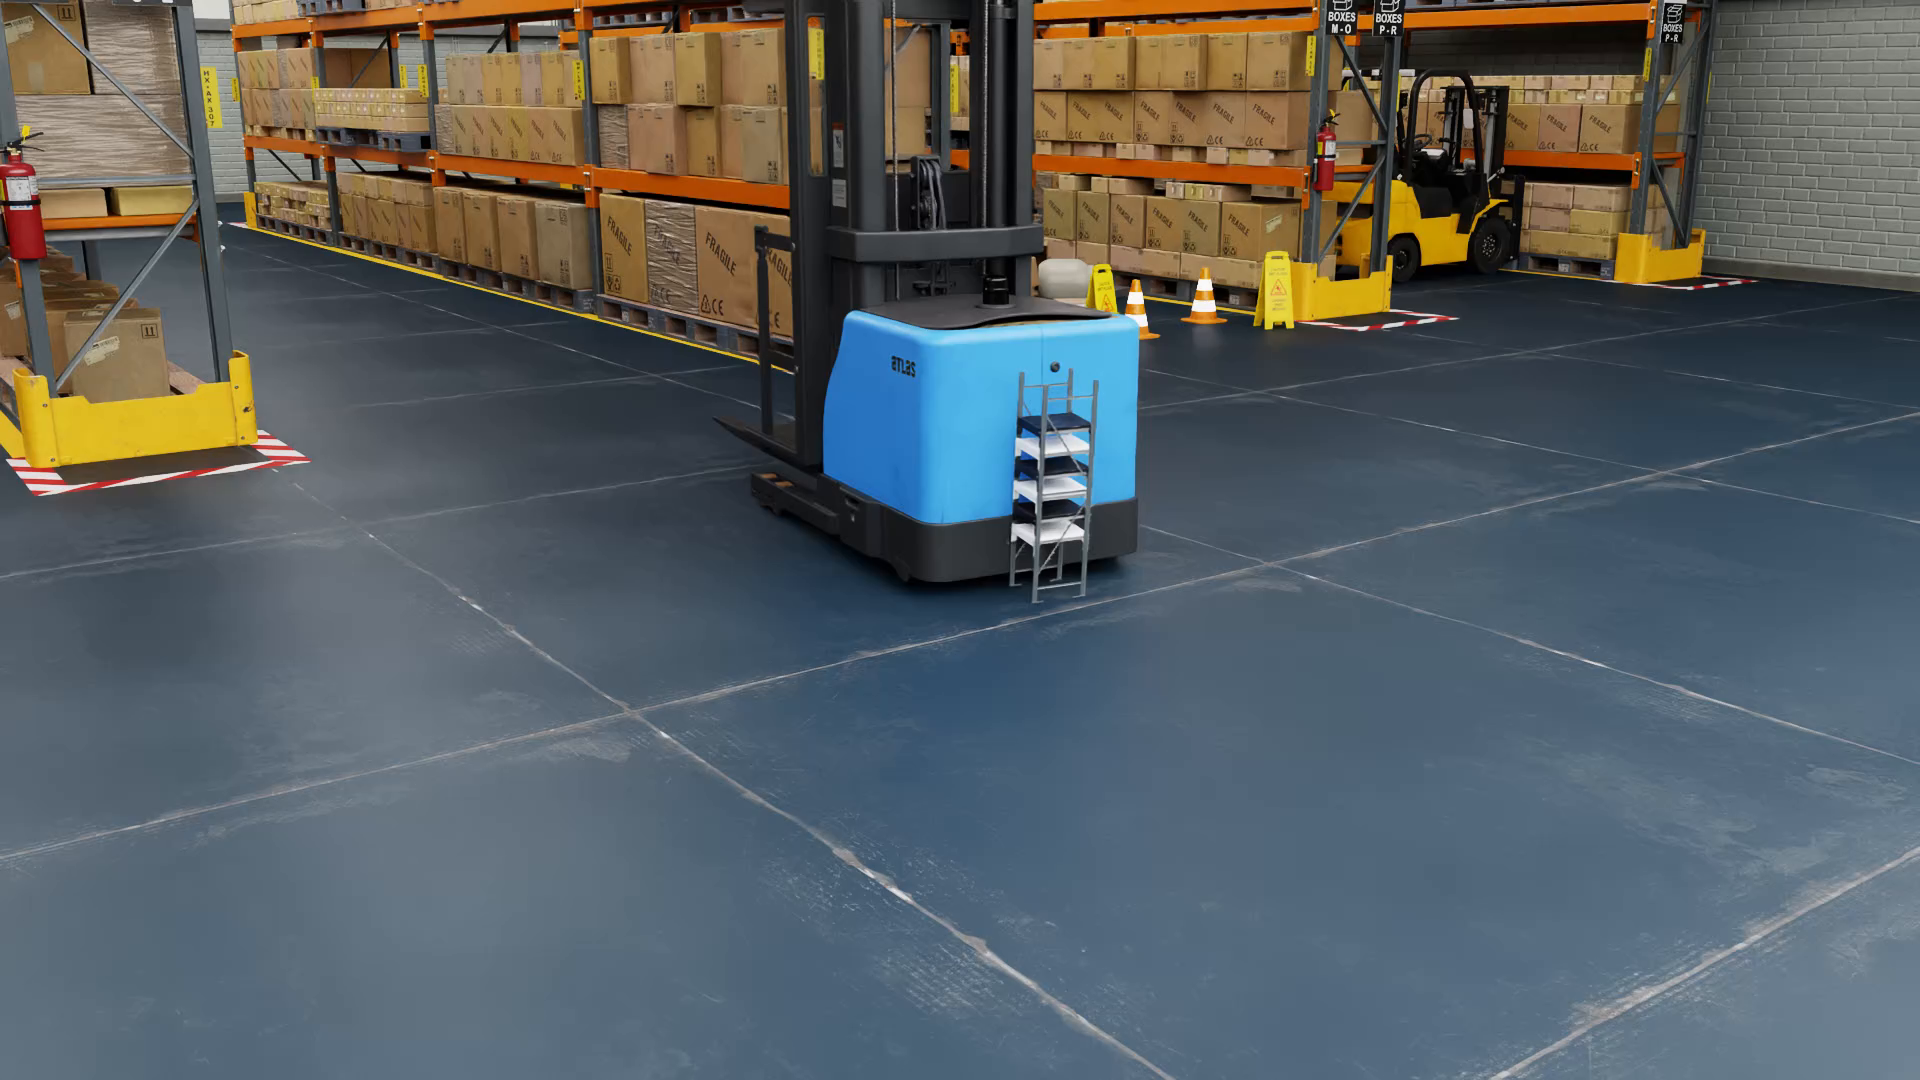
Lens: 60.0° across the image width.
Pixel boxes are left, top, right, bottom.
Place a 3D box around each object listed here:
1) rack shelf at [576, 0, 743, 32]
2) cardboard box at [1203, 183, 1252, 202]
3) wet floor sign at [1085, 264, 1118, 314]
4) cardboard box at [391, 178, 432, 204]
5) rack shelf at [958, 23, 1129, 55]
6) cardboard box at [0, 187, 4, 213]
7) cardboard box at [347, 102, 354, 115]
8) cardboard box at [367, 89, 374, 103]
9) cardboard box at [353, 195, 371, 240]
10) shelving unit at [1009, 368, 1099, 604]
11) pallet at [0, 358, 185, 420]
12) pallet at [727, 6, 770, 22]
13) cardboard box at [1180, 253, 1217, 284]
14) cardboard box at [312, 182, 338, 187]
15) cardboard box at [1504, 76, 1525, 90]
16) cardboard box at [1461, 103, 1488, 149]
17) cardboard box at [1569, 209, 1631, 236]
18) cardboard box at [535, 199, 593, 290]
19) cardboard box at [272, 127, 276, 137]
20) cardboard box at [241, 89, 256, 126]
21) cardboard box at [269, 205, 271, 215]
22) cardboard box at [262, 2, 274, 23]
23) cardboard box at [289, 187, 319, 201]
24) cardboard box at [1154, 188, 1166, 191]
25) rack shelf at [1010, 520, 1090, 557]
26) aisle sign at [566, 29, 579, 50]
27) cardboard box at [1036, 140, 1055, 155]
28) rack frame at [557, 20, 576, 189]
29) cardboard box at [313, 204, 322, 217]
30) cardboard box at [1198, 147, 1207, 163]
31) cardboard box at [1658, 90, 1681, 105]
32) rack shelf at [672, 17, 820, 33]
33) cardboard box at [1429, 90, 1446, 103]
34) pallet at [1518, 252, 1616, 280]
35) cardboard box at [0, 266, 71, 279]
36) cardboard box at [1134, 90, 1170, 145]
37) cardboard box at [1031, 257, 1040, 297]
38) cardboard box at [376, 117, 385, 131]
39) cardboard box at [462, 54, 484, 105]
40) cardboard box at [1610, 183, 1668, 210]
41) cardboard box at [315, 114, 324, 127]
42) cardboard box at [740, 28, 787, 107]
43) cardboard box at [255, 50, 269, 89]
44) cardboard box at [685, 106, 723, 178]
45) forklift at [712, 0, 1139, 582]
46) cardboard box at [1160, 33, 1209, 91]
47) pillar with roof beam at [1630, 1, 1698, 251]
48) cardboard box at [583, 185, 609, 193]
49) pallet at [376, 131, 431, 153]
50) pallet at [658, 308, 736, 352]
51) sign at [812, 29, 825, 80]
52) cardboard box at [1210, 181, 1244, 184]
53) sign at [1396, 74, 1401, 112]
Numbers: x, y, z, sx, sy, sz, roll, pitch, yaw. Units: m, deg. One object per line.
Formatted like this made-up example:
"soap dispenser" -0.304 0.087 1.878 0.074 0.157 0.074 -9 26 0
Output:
"rack shelf" -1.683 -4.214 12.971 1.077 0.370 4.000 -11 19 -35
"cardboard box" 2.485 -3.226 15.446 0.380 0.149 0.250 -10 18 -33
"wet floor sign" 1.112 -1.853 13.123 0.232 0.644 0.267 14 21 42
"cardboard box" -6.131 -3.965 18.901 0.500 0.250 0.500 -11 19 -34
"rack shelf" 1.571 -7.483 24.916 1.077 0.370 4.000 -11 19 -35
"cardboard box" -5.248 -1.945 9.477 0.380 0.149 0.250 -11 19 -35
"cardboard box" -6.928 -5.039 19.423 0.380 0.149 0.250 -11 19 -35
"cardboard box" -6.467 -5.016 18.774 0.380 0.149 0.250 -11 19 -35
"cardboard box" -7.030 -3.935 20.210 0.500 0.500 0.500 -10 18 -32
"shelving unit" 0.370 -0.215 6.629 0.258 0.900 0.210 -7 21 -24
"pallet" -5.785 -1.049 11.010 1.003 0.211 1.213 -11 19 -35
"pallet" -2.348 -6.909 21.811 1.003 0.211 1.213 -10 18 -32
"cardboard box" 2.446 -2.596 15.792 0.500 0.250 0.500 -11 19 -34
"cardboard box" -8.941 -4.981 23.571 0.380 0.149 0.250 -12 19 -37
"cardboard box" 6.238 -5.054 18.376 0.380 0.149 0.250 -10 18 -33
"cardboard box" 6.045 -4.688 18.833 0.500 0.500 0.500 -11 19 -34
"cardboard box" 6.911 -3.421 17.860 0.500 0.250 0.500 -11 19 -35
"cardboard box" -3.297 -2.777 15.507 1.050 0.750 0.750 -11 19 -35
"cardboard box" -9.288 -5.653 23.024 0.380 0.149 0.250 -11 19 -35
"cardboard box" -9.874 -6.157 23.635 0.500 0.500 0.500 -10 18 -32
"cardboard box" -9.645 -4.726 23.767 0.380 0.149 0.250 -11 19 -35
"cardboard box" -8.943 -7.010 22.106 0.500 0.250 0.500 -11 19 -35
"cardboard box" -8.809 -4.667 22.422 0.380 0.149 0.250 -12 19 -36
"cardboard box" 1.951 -3.376 17.222 0.500 0.500 0.500 -10 18 -34
"rack shelf" 0.362 -0.014 6.700 0.258 0.077 0.200 -7 21 -24
"aisle sign" -6.247 -8.118 26.629 0.394 0.787 0.004 -11 19 -35
"cardboard box" 1.011 -4.093 17.324 0.380 0.149 0.250 -11 19 -35
"rack frame" -5.970 -6.894 27.081 1.000 3.000 0.127 -11 19 -35
"cardboard box" -8.174 -4.294 21.625 0.380 0.149 0.250 -12 19 -37
"cardboard box" 2.460 -3.624 15.611 0.380 0.149 0.250 -11 19 -34
"cardboard box" 7.461 -4.722 17.728 0.380 0.149 0.250 -11 19 -36
"rack shelf" -2.442 -6.712 22.098 1.077 0.370 4.000 -11 19 -35
"cardboard box" 5.640 -5.128 19.211 0.380 0.149 0.250 -11 19 -35
"pallet" 6.967 -3.060 18.356 1.003 0.211 1.213 -11 19 -35
"cardboard box" -6.728 -1.698 12.038 0.500 0.500 0.500 -12 19 -36
"cardboard box" 2.031 -4.068 16.004 0.500 0.500 0.500 -11 19 -34
"cardboard box" 0.357 -2.255 14.862 0.637 0.503 0.797 4 16 13
"cardboard box" -6.312 -4.673 18.647 0.380 0.149 0.250 -11 19 -35
"cardboard box" -4.656 -4.721 17.058 0.700 0.500 0.500 -11 19 -35
"cardboard box" 7.321 -3.739 18.073 0.500 0.250 0.500 -11 19 -35
"cardboard box" -7.703 -5.175 20.483 0.380 0.149 0.250 -12 19 -37
"cardboard box" -1.092 -3.469 12.237 0.875 0.550 0.550 -11 19 -35
"cardboard box" -9.276 -6.419 22.701 0.500 0.500 0.500 -11 19 -36
"cardboard box" -1.676 -3.191 13.270 0.875 0.550 0.500 -11 19 -35
"forklift" -0.375 -1.581 7.802 1.130 2.935 3.031 -8 17 -27
"cardboard box" 2.286 -4.428 15.427 0.700 0.500 0.500 -11 19 -35
"pillar with roof beam" 4.288 -6.762 15.236 9.100 9.000 0.400 -11 19 -35
"cardboard box" -5.501 -5.735 26.905 0.875 0.438 0.875 -12 19 -36
"pallet" -5.716 -4.438 18.474 1.213 0.211 1.003 -11 19 -35
"pallet" -1.754 -1.761 13.610 1.003 0.211 1.213 -11 19 -35
"sign" -0.954 -3.278 11.231 0.100 0.325 0.005 -11 19 -35
"cardboard box" 3.889 -4.596 22.390 0.875 0.625 0.625 -12 19 -37
"sign" 3.876 -3.979 14.791 0.100 0.325 0.005 -11 19 -35
